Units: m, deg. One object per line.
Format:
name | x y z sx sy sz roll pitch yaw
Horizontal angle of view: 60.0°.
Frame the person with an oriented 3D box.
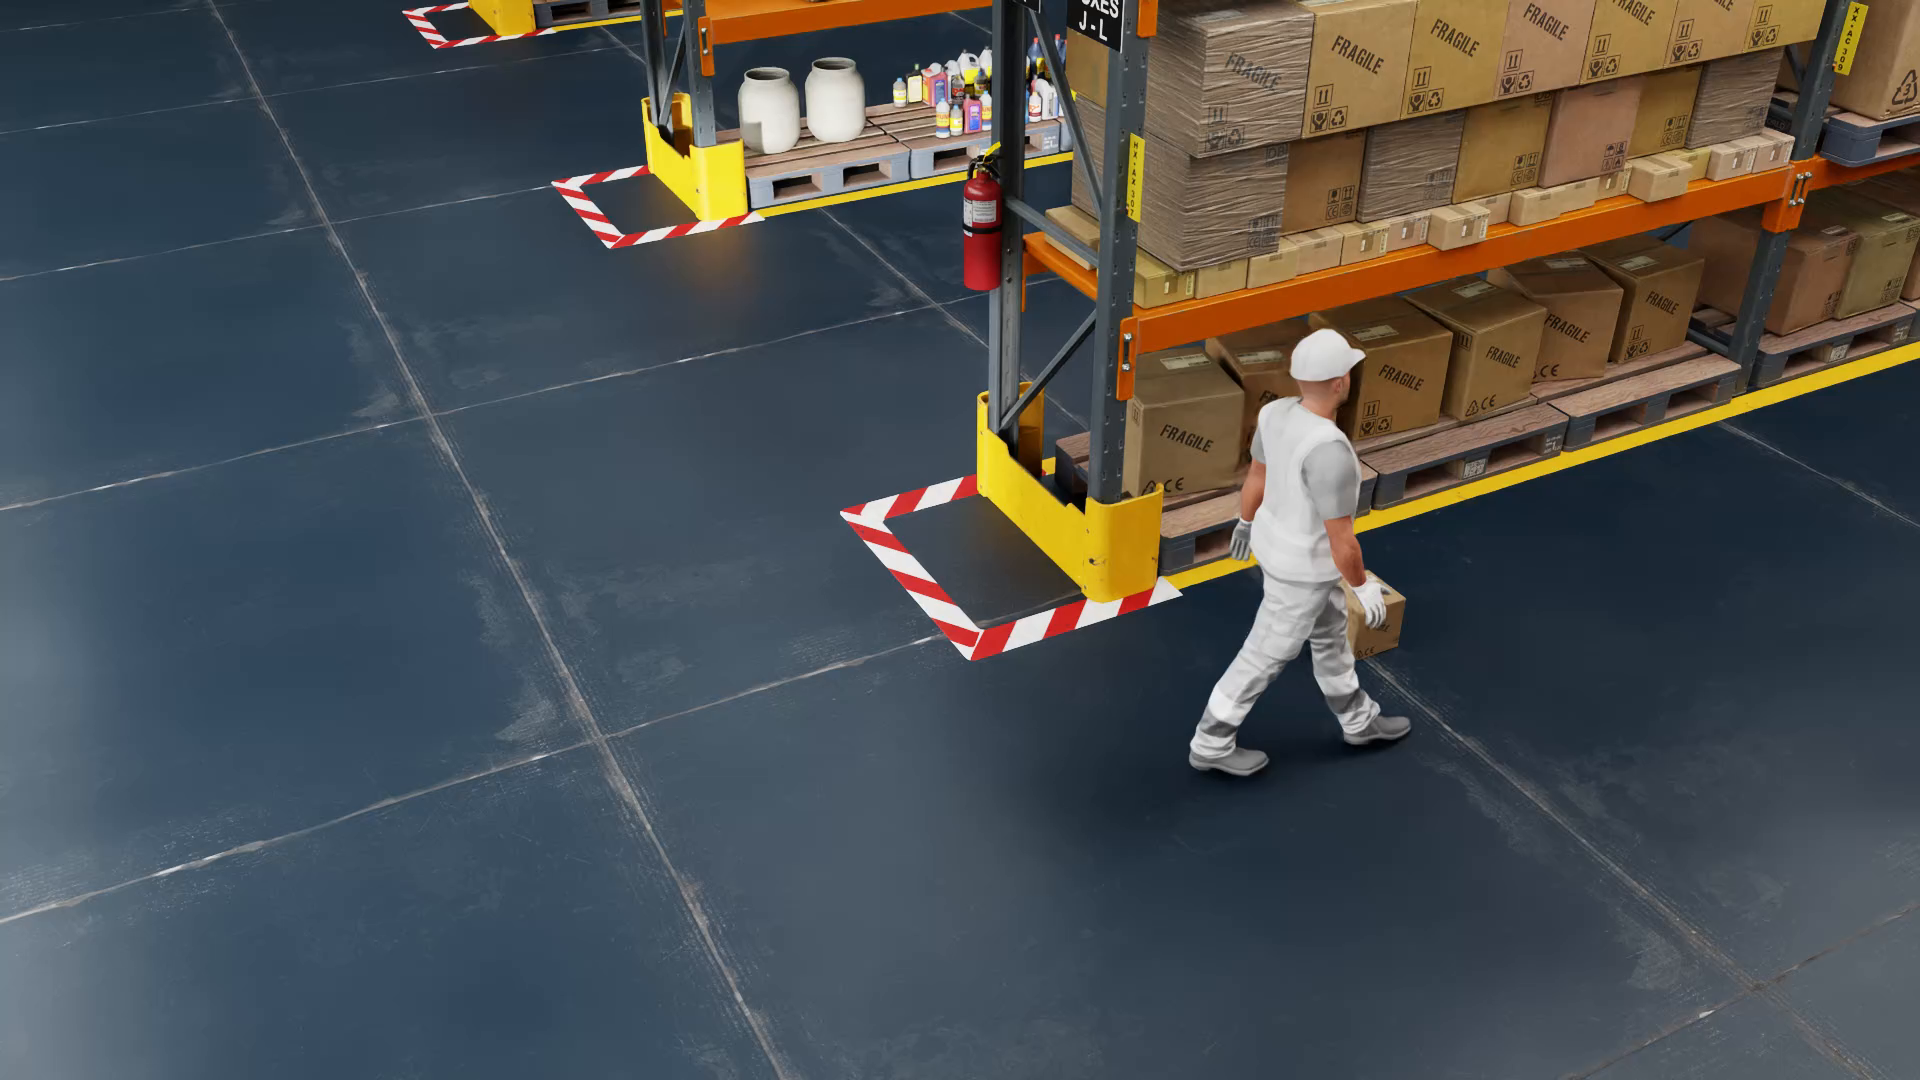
person | 1.321 0.059 6.024 0.923 1.750 0.643 -5 33 -7
